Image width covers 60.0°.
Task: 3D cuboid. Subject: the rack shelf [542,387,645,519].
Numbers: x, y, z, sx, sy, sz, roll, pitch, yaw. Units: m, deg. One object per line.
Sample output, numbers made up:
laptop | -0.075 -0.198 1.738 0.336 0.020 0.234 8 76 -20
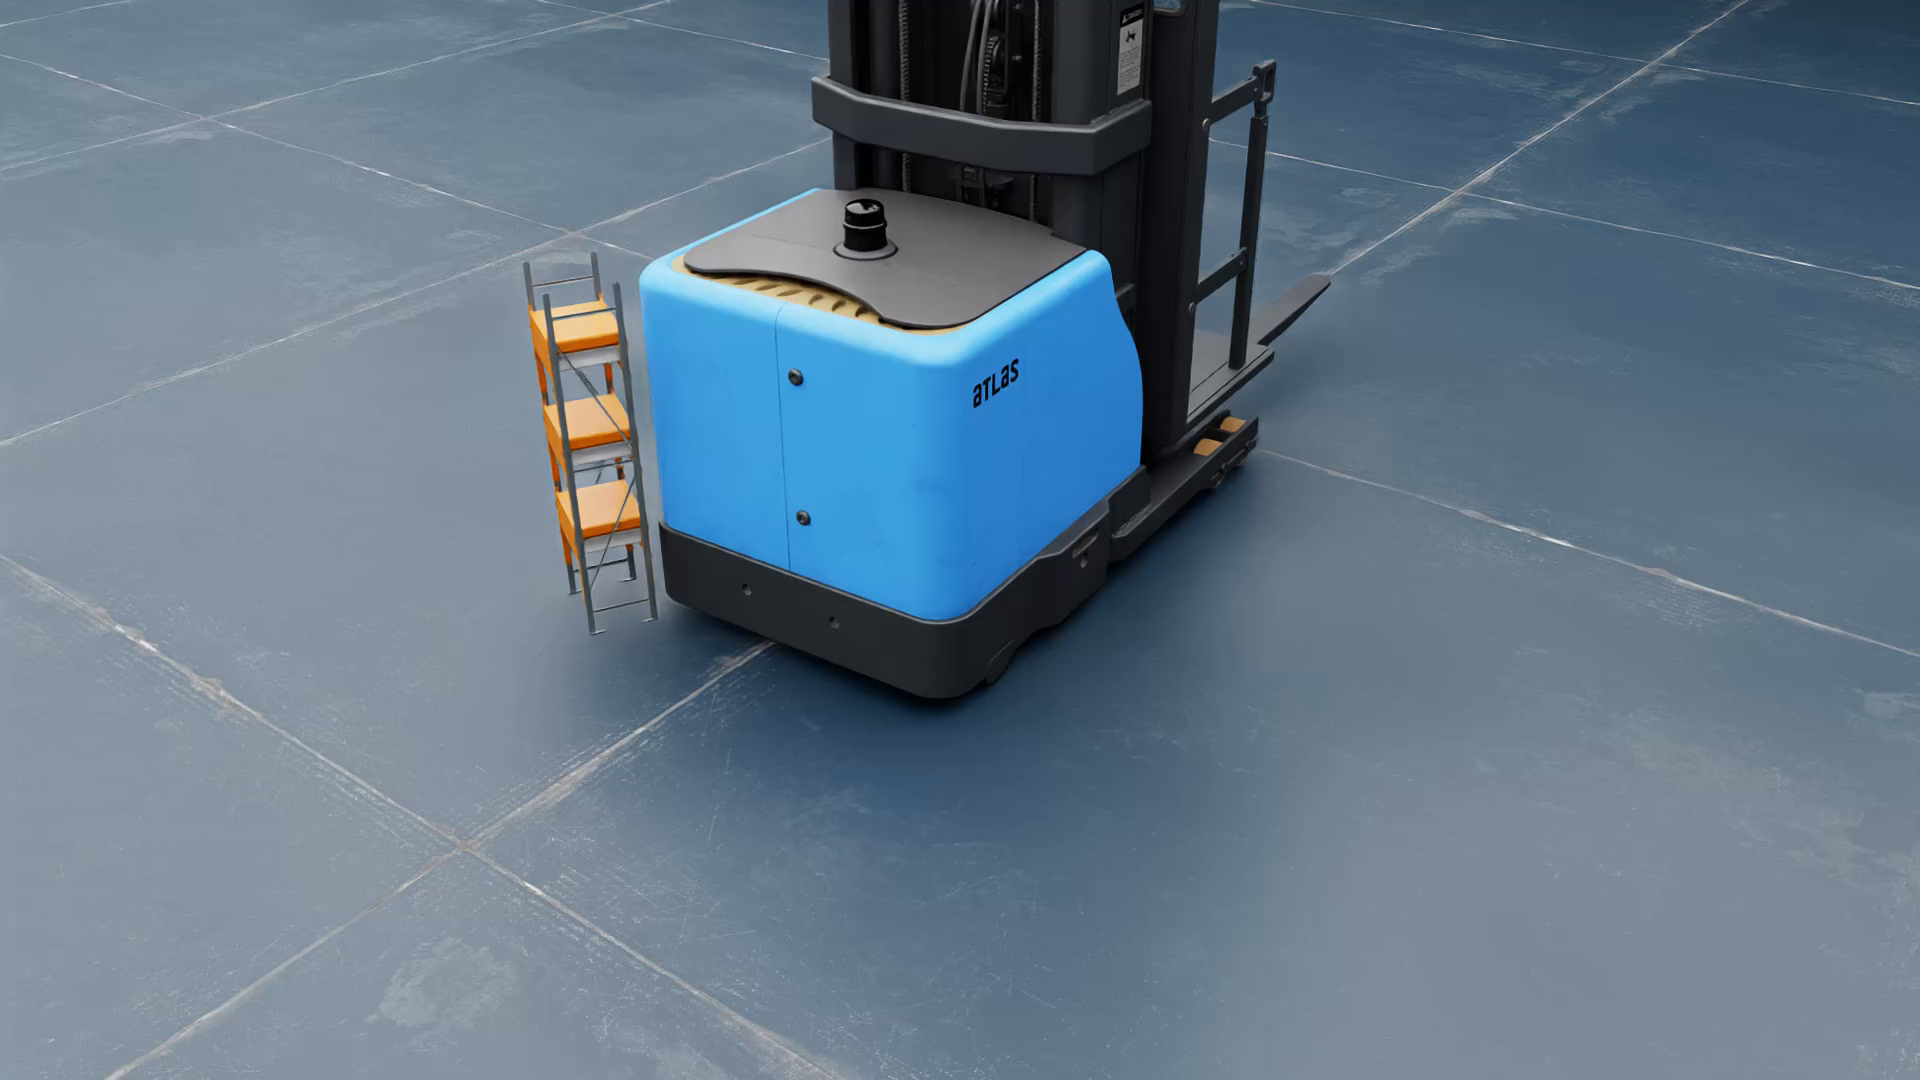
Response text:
rack shelf | -1.026 -0.246 4.655 0.215 0.259 0.240 -13 33 -21

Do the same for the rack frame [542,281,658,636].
rack frame | -0.976 -0.198 4.554 0.200 1.050 0.008 -13 33 -21

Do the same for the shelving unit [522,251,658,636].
shelving unit | -1.026 -0.255 4.650 0.215 1.050 0.252 -13 33 -21

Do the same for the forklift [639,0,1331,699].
forklift | 0.360 -1.550 4.990 1.130 2.935 3.031 18 35 28

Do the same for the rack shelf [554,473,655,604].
rack shelf | -1.025 -0.007 4.797 0.215 0.259 0.240 -13 33 -21

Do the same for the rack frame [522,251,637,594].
rack frame | -1.076 -0.312 4.745 0.200 1.050 0.008 -13 33 -21

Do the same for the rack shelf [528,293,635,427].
rack shelf | -1.027 -0.490 4.510 0.215 0.259 0.240 -13 33 -21
